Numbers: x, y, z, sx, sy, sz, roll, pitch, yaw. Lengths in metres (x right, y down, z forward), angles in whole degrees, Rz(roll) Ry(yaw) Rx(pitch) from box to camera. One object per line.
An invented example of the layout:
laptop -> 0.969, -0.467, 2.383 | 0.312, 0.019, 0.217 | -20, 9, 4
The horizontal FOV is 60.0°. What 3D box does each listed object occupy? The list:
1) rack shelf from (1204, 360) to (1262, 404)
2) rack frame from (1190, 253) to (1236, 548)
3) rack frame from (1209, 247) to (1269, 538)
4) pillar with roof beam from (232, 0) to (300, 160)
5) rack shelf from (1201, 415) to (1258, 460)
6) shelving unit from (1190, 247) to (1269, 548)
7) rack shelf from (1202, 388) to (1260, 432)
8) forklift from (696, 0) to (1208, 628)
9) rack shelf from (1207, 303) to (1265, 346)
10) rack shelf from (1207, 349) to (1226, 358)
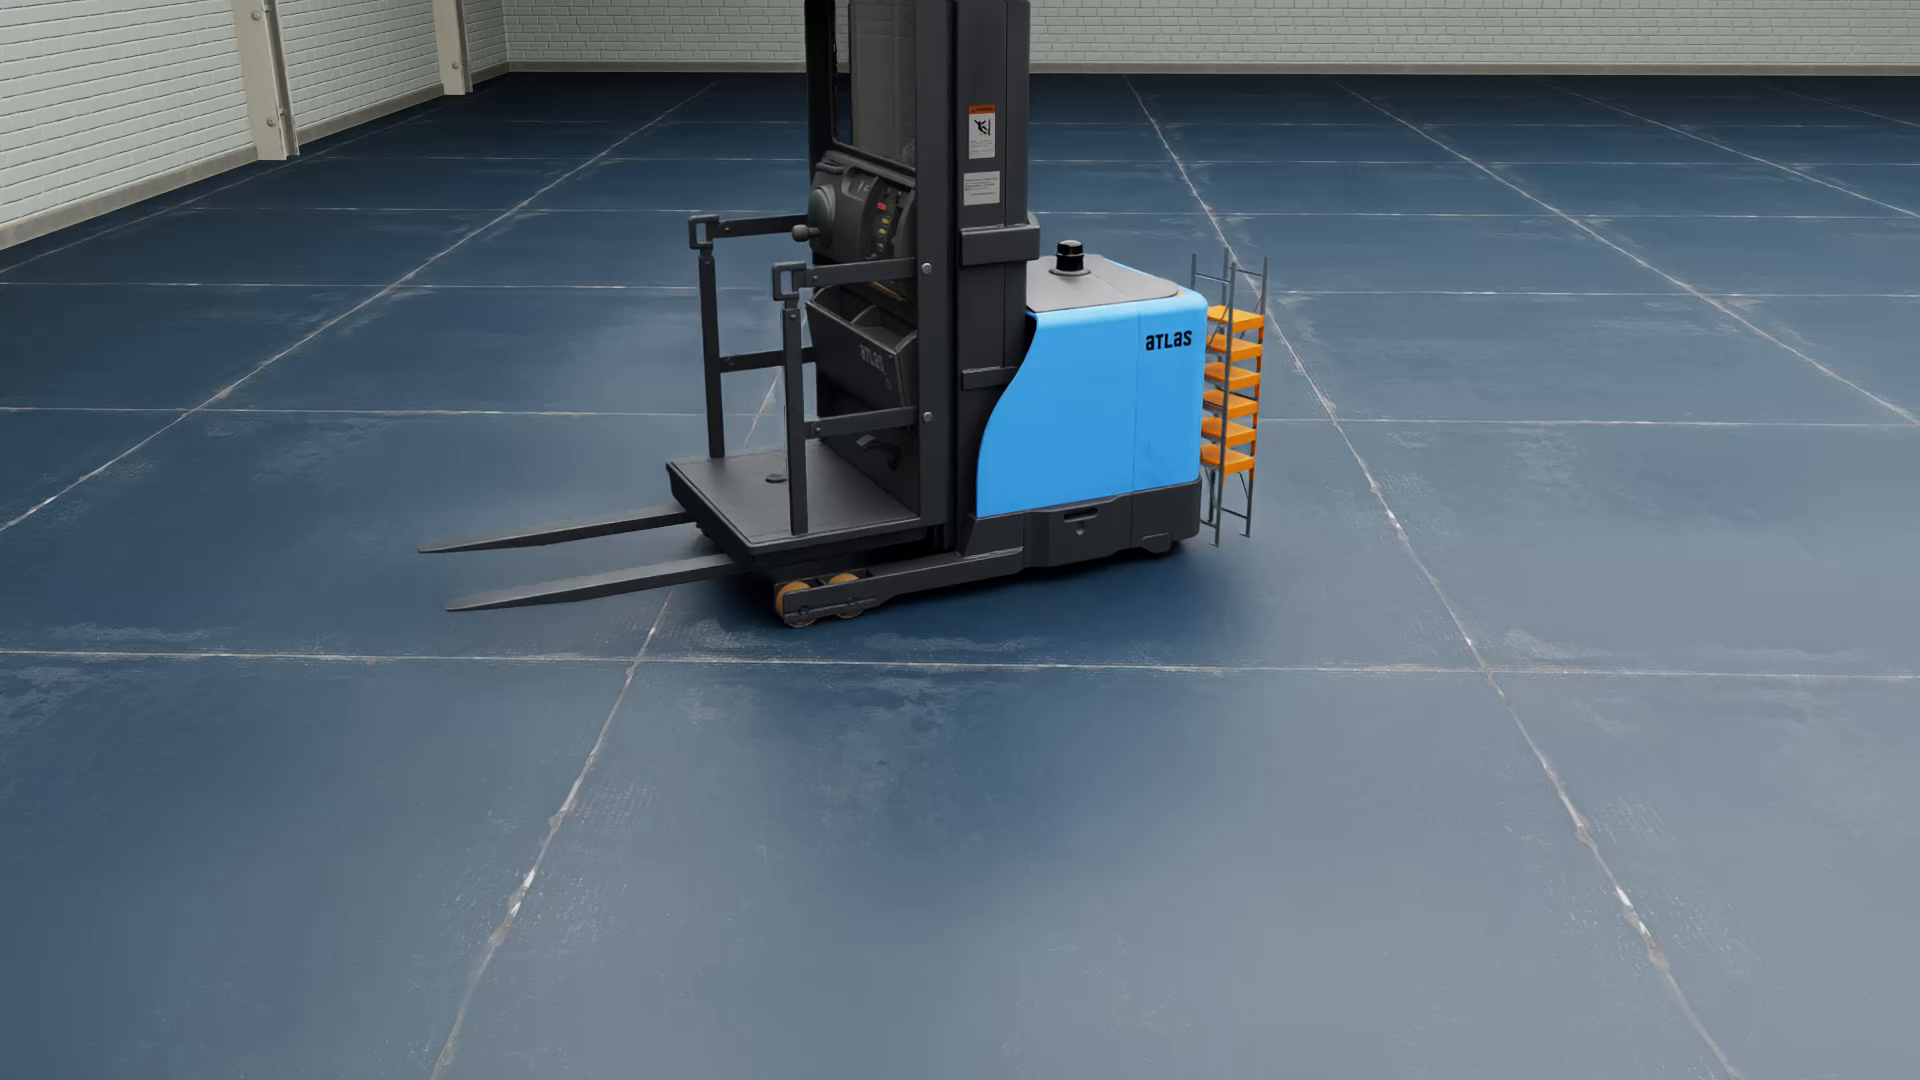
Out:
rack shelf -> 1.082, -0.653, 6.843 | 0.180, 0.103, 0.258 | -15, 26, -34
rack frame -> 1.009, -0.562, 6.819 | 0.006, 1.200, 0.240 | -15, 26, -34
rack frame -> 1.155, -0.602, 6.922 | 0.006, 1.200, 0.240 | -15, 26, -34
pillar with roof beam -> -2.792, -8.128, 15.536 | 9.100, 9.000, 0.400 | 1, 21, 2
rack shelf -> 1.082, -0.429, 6.930 | 0.180, 0.103, 0.258 | -15, 26, -34
shelving unit -> 1.082, -0.582, 6.871 | 0.189, 1.200, 0.258 | -15, 26, -34
rack shelf -> 1.082, -0.541, 6.887 | 0.180, 0.103, 0.258 | -15, 26, -34
forklift -> -0.562, -1.258, 6.220 | 3.031, 2.935, 1.130 | -10, 23, -24
rack shelf -> 1.082, -0.876, 6.756 | 0.180, 0.103, 0.258 | -15, 26, -34
rack shelf -> 1.082, -0.783, 6.793 | 0.166, 0.020, 0.199 | -15, 26, -34
